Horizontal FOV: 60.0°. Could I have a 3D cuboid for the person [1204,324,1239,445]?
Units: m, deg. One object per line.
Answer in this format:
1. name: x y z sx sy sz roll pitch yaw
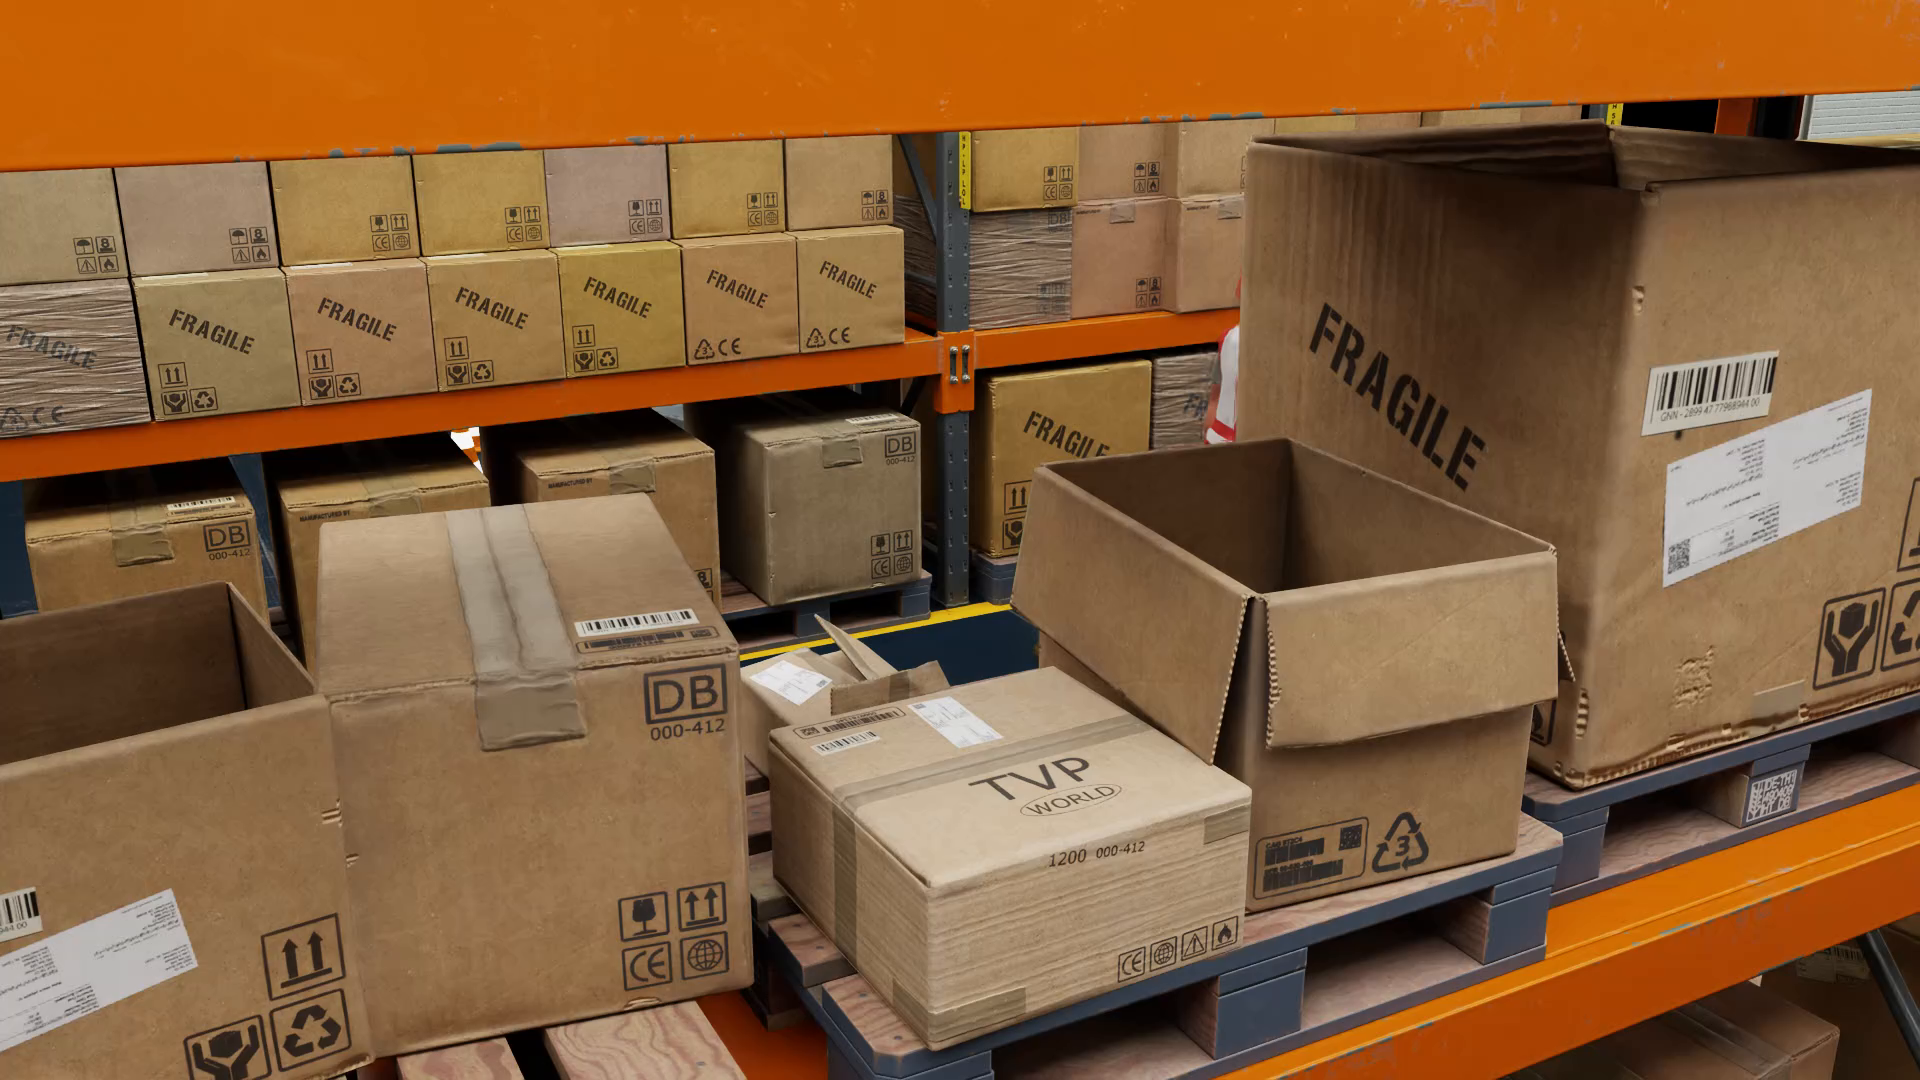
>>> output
1. person: 1.161 -0.235 6.674 0.500 1.787 0.566 -3 19 -10
